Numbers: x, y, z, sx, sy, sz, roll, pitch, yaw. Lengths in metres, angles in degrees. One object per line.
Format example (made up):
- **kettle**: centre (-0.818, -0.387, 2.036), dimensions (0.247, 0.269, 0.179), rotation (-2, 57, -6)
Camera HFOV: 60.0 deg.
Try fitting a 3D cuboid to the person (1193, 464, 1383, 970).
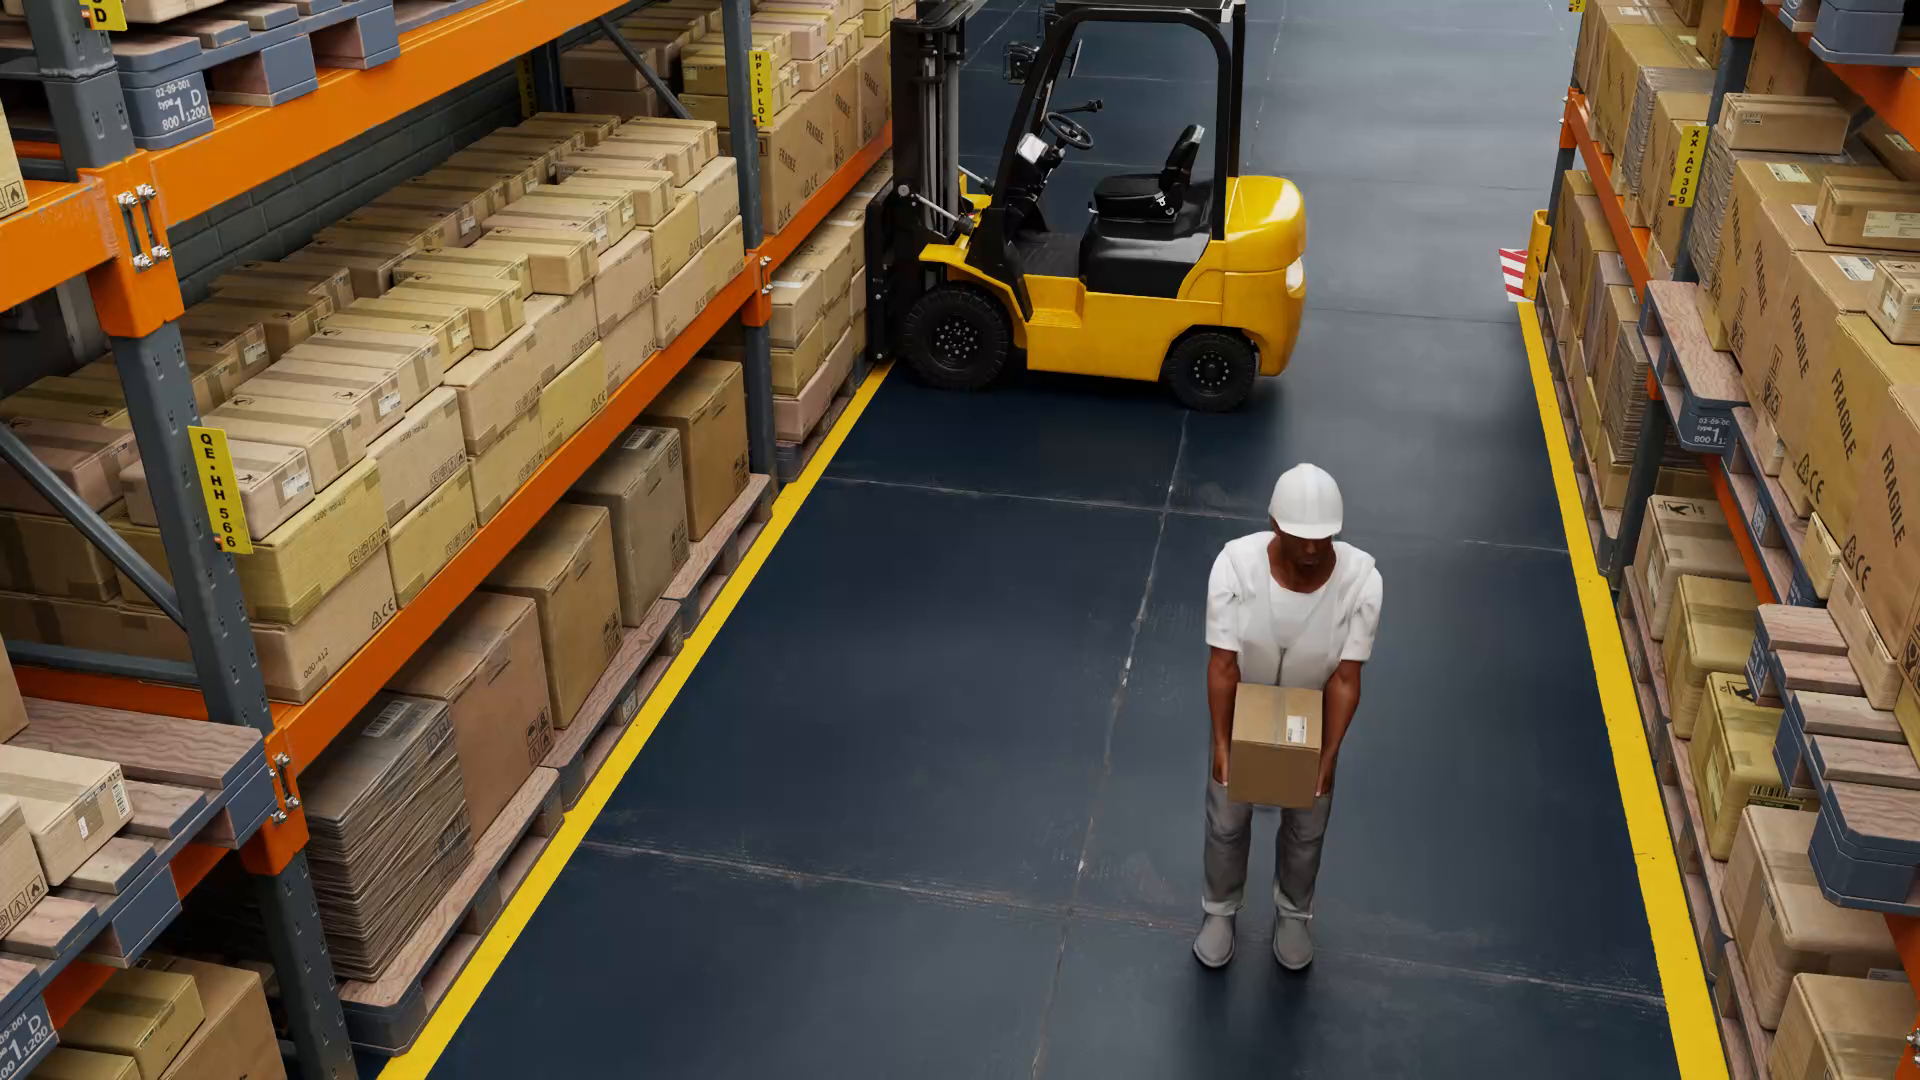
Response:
- **person**: centre (0.972, 0.580, 5.050), dimensions (0.503, 1.752, 0.586), rotation (5, 29, 10)
